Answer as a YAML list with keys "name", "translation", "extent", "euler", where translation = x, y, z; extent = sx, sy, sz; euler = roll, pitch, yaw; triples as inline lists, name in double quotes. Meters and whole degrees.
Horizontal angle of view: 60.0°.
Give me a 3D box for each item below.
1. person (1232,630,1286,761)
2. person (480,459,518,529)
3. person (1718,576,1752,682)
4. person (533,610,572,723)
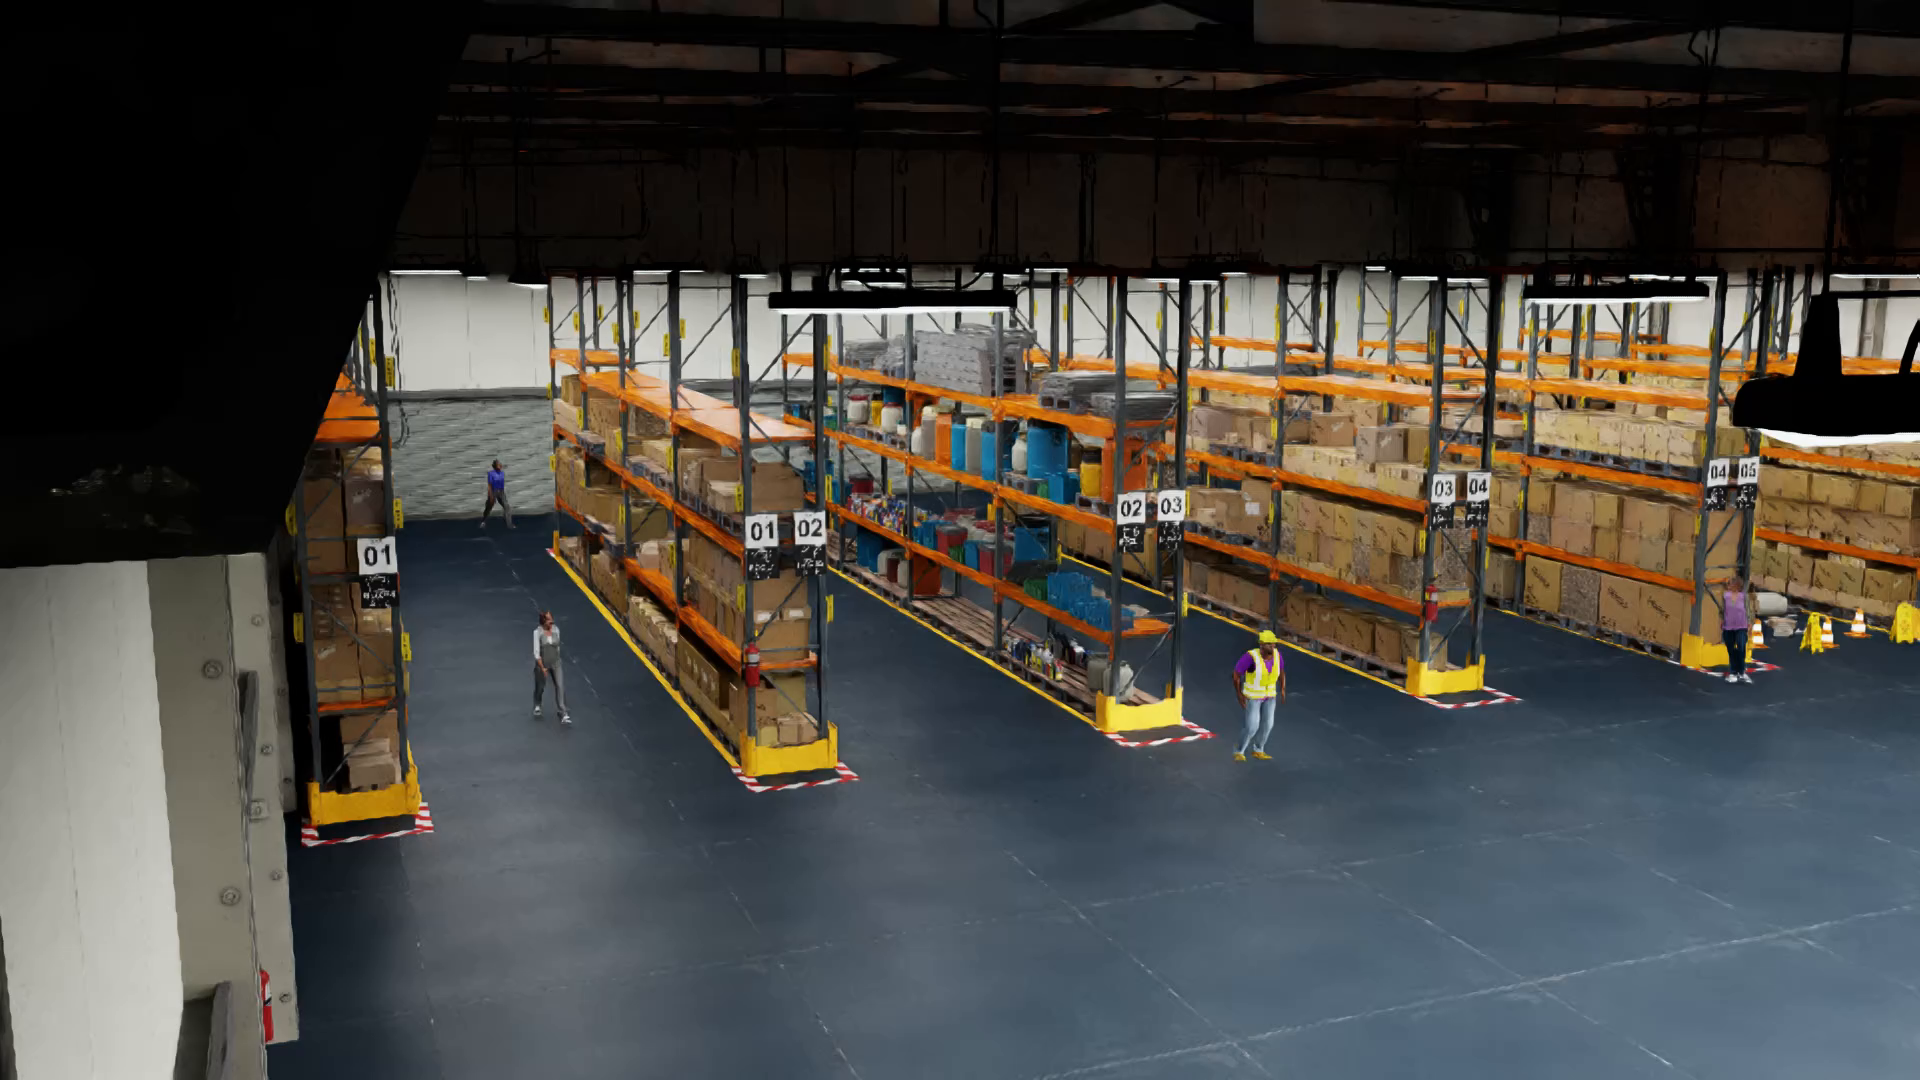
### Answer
- name: "person"
  translation: [3.726, 1.934, 20.669]
  extent: [0.719, 1.714, 0.578]
  euler: [-4, 11, -22]
- name: "person"
  translation: [-10.595, -1.049, 37.947]
  extent: [0.915, 1.618, 0.553]
  euler: [9, 13, 41]
- name: "person"
  translation: [11.439, 1.309, 24.496]
  extent: [0.517, 1.592, 0.355]
  euler: [8, 13, 39]
- name: "person"
  translation: [-5.580, 1.685, 22.492]
  extent: [0.412, 1.533, 0.955]
  euler: [-6, 11, -29]
